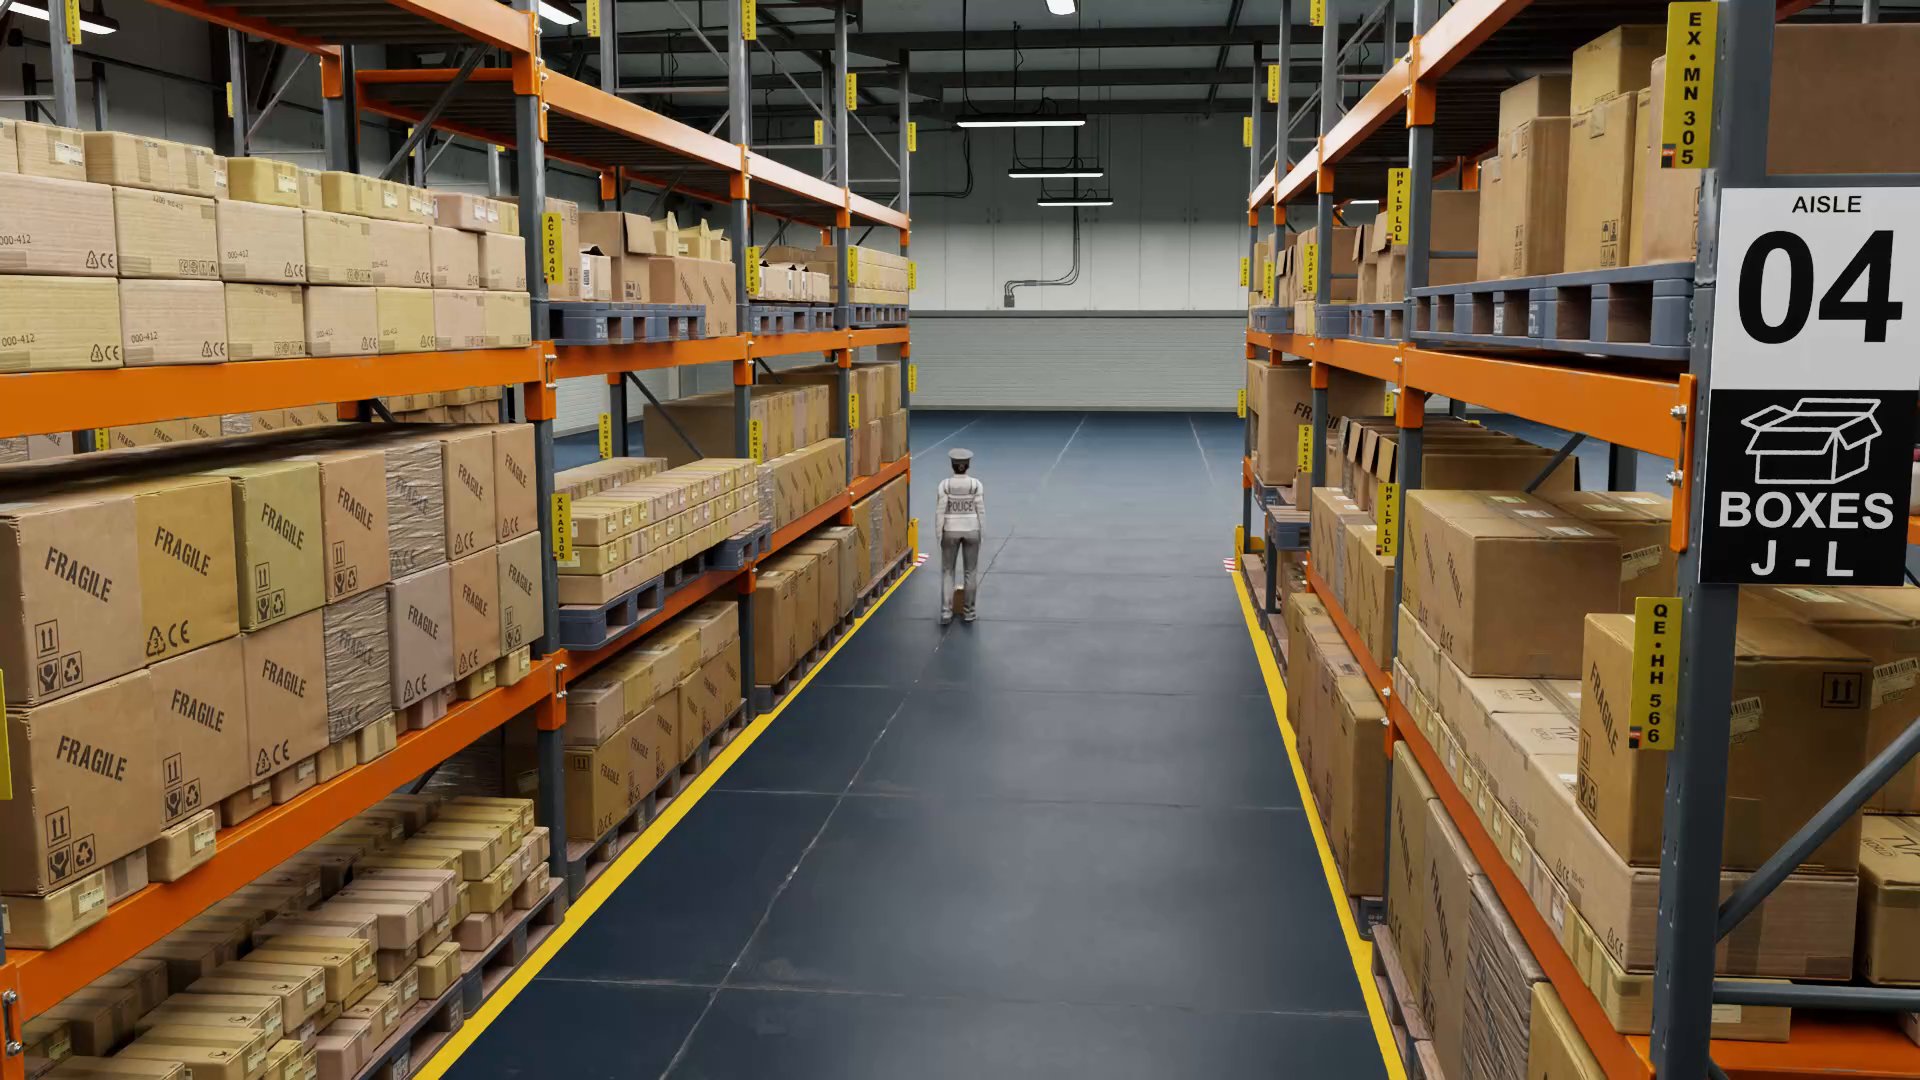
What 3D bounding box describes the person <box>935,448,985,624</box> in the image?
[{"bbox_3d":[0.005,-0.001,16.046,0.482,1.767,0.417,0,8,0],"label":"person"}]
